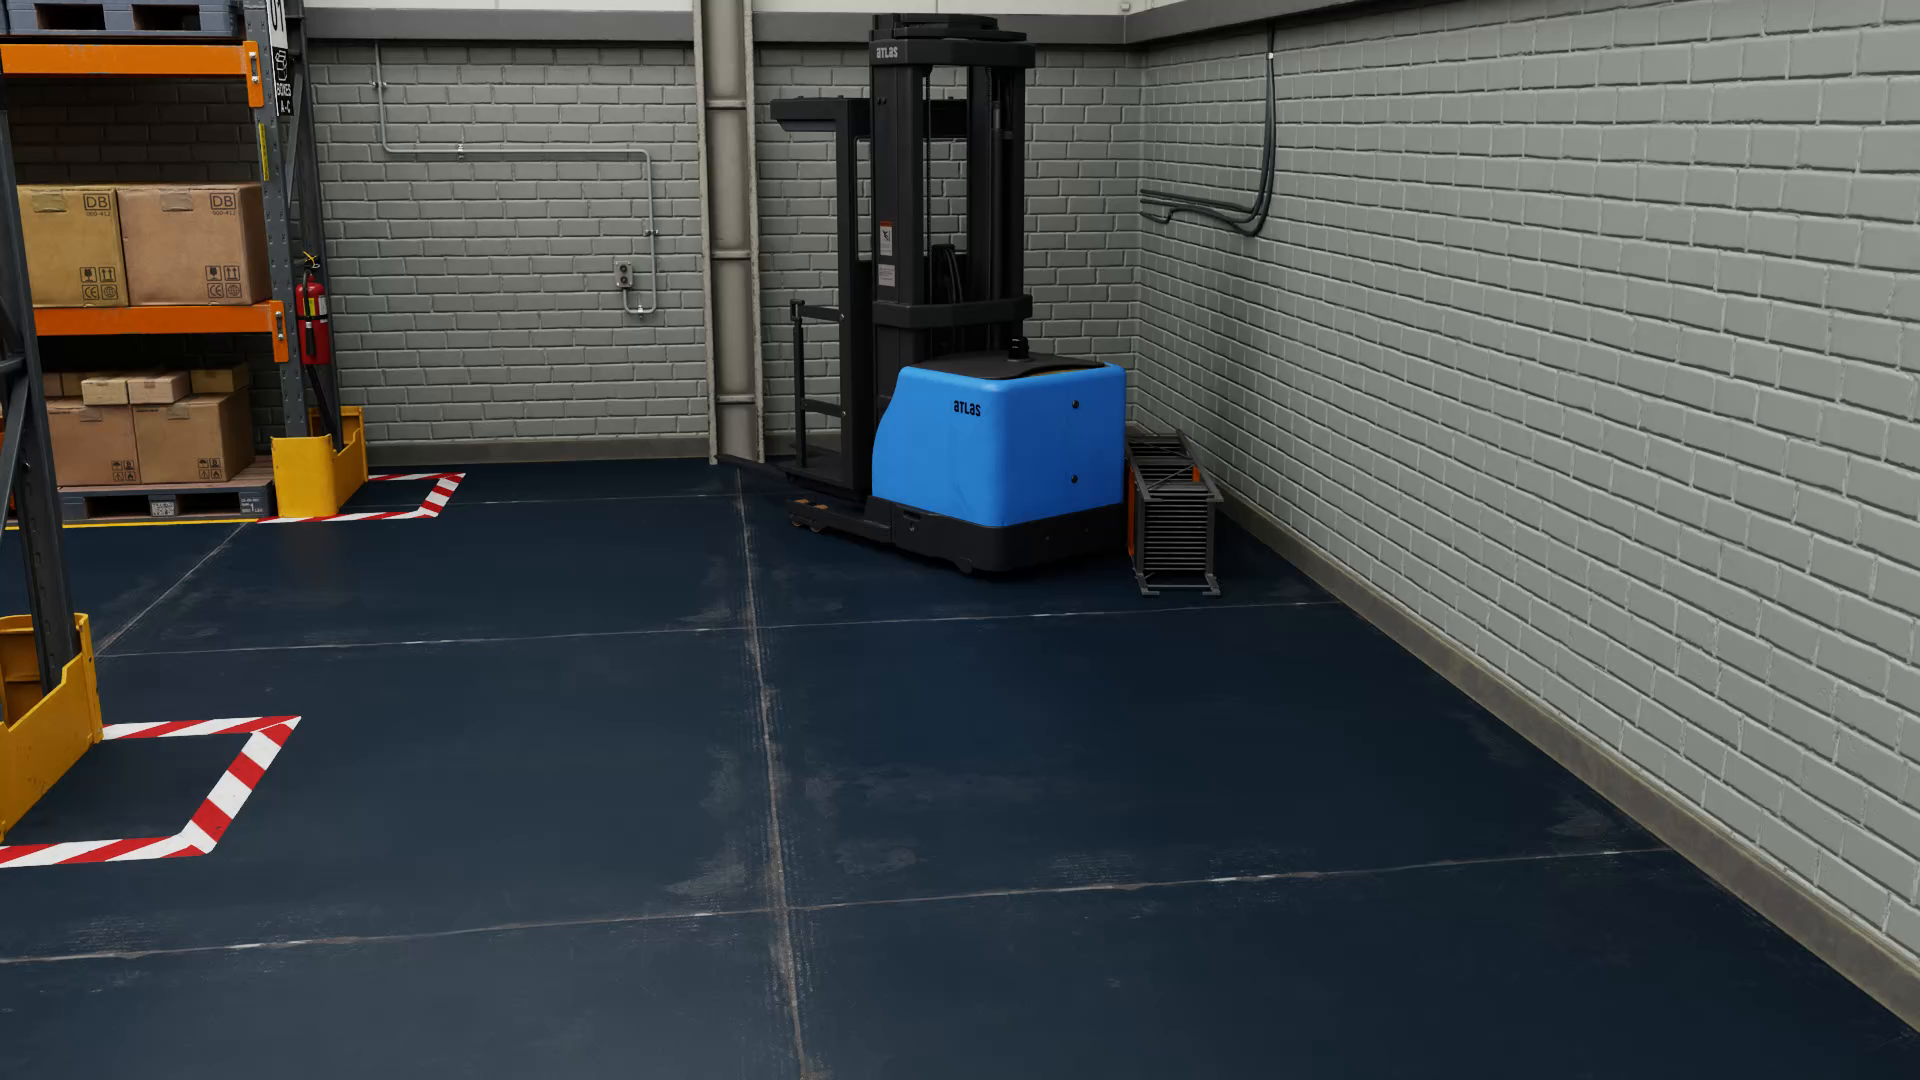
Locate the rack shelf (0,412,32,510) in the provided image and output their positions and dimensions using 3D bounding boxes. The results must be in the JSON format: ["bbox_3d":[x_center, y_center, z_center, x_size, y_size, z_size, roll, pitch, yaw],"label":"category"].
[{"bbox_3d":[-5.391,-0.120,5.513,4.000,0.370,1.077,-2,14,-8],"label":"rack shelf"}]

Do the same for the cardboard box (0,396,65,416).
[{"bbox_3d":[-5.825,-0.638,10.375,0.500,0.500,0.700,-3,14,-10],"label":"cardboard box"}]

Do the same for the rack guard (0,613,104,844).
[{"bbox_3d":[-3.489,0.674,6.007,0.348,0.500,1.175,-2,14,-8],"label":"rack guard"}]

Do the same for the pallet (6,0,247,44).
[{"bbox_3d":[-4.887,-3.115,9.994,1.213,0.211,1.003,-2,14,-8],"label":"pallet"}]

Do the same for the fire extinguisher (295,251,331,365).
[{"bbox_3d":[-3.937,-1.409,10.099,0.183,0.674,0.296,-2,14,-8],"label":"fire extinguisher"}]

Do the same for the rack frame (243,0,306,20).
[{"bbox_3d":[-4.155,-4.643,9.735,0.127,3.000,1.000,-2,14,-8],"label":"rack frame"}]

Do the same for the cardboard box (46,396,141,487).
[{"bbox_3d":[-5.327,-0.656,10.448,0.500,0.500,0.700,-2,14,-8],"label":"cardboard box"}]

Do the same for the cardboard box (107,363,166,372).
[{"bbox_3d":[-5.240,-1.023,10.578,0.250,0.149,0.380,-2,14,-8],"label":"cardboard box"}]

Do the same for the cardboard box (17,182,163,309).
[{"bbox_3d":[-5.376,-1.828,10.229,0.700,0.700,0.980,-2,14,-9],"label":"cardboard box"}]

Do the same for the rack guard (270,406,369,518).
[{"bbox_3d":[-4.132,-0.521,10.772,0.348,0.500,1.175,-2,14,-8],"label":"rack guard"}]

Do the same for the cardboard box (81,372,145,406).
[{"bbox_3d":[-5.185,-0.931,10.211,0.250,0.149,0.380,-2,14,-7],"label":"cardboard box"}]

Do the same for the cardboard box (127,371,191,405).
[{"bbox_3d":[-4.932,-0.941,10.249,0.250,0.149,0.380,-2,14,-9],"label":"cardboard box"}]

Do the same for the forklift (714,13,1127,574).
[{"bbox_3d":[-0.403,-1.537,9.825,1.130,2.935,3.031,-12,18,-39],"label":"forklift"}]

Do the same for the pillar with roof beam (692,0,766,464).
[{"bbox_3d":[-0.973,-3.913,6.826,0.400,9.000,9.100,-2,14,-8],"label":"pillar with roof beam"}]

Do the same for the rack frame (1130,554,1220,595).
[{"bbox_3d":[1.159,0.028,9.539,0.400,0.015,2.100,0,14,1],"label":"rack frame"}]

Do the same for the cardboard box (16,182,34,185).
[{"bbox_3d":[-6.131,-1.803,10.128,0.700,0.700,0.980,-3,14,-11],"label":"cardboard box"}]

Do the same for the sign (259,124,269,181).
[{"bbox_3d":[-4.088,-2.278,9.773,0.005,0.325,0.100,-2,14,-8],"label":"sign"}]

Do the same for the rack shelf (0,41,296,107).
[{"bbox_3d":[-6.133,-2.766,9.899,4.000,0.370,1.077,-2,14,-8],"label":"rack shelf"}]

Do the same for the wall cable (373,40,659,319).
[{"bbox_3d":[-3.030,-2.500,11.434,1.851,1.984,0.084,-2,14,-8],"label":"wall cable"}]

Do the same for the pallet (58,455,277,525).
[{"bbox_3d":[-4.934,-0.332,10.614,1.213,0.211,1.003,-2,14,-8],"label":"pallet"}]

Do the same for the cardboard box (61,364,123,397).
[{"bbox_3d":[-5.487,-1.014,10.542,0.250,0.149,0.380,-2,14,-8],"label":"cardboard box"}]

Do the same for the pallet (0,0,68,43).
[{"bbox_3d":[-6.096,-3.070,9.814,1.213,0.211,1.003,-2,14,-8],"label":"pallet"}]

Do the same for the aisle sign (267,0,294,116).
[{"bbox_3d":[-4.040,-2.924,9.871,0.004,0.787,0.394,-2,14,-8],"label":"aisle sign"}]

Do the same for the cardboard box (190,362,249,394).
[{"bbox_3d":[-4.739,-1.042,10.652,0.250,0.149,0.380,-2,14,-8],"label":"cardboard box"}]

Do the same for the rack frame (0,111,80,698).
[{"bbox_3d":[-3.414,-0.541,5.714,0.127,3.000,1.000,-2,14,-8],"label":"rack frame"}]

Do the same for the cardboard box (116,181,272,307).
[{"bbox_3d":[-4.658,-1.857,10.345,0.700,0.700,0.980,-1,14,-6],"label":"cardboard box"}]

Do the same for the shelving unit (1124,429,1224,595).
[{"bbox_3d":[1.159,-0.209,9.482,0.431,0.503,2.100,0,14,1],"label":"shelving unit"}]

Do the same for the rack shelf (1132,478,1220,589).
[{"bbox_3d":[1.142,-0.042,8.788,0.431,0.480,0.518,0,14,1],"label":"rack shelf"}]

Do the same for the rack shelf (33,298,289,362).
[{"bbox_3d":[-6.133,-1.311,10.263,4.000,0.370,1.077,-2,14,-8],"label":"rack shelf"}]

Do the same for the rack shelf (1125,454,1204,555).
[{"bbox_3d":[1.159,-0.206,9.468,0.431,0.480,0.518,0,14,1],"label":"rack shelf"}]

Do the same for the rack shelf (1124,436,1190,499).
[{"bbox_3d":[1.176,-0.370,10.149,0.431,0.480,0.518,0,14,1],"label":"rack shelf"}]

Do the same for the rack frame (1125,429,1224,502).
[{"bbox_3d":[1.159,-0.446,9.424,0.400,0.015,2.100,0,14,1],"label":"rack frame"}]

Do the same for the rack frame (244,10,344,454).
[{"bbox_3d":[-4.155,-1.733,10.465,0.127,3.000,1.000,-2,14,-8],"label":"rack frame"}]

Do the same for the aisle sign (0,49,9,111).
[{"bbox_3d":[-3.390,-1.875,5.689,0.004,0.787,0.394,-2,14,-8],"label":"aisle sign"}]

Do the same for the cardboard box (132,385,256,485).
[{"bbox_3d":[-4.833,-0.675,10.521,0.500,0.500,0.700,-2,14,-8],"label":"cardboard box"}]

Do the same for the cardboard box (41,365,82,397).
[{"bbox_3d":[-5.739,-1.005,10.505,0.250,0.149,0.380,-2,14,-8],"label":"cardboard box"}]

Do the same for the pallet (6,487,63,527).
[{"bbox_3d":[-6.138,-0.289,10.440,1.213,0.211,1.003,-2,14,-8],"label":"pallet"}]

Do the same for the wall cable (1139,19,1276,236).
[{"bbox_3d":[1.491,-3.256,10.587,0.112,2.526,3.097,-2,14,-8],"label":"wall cable"}]
